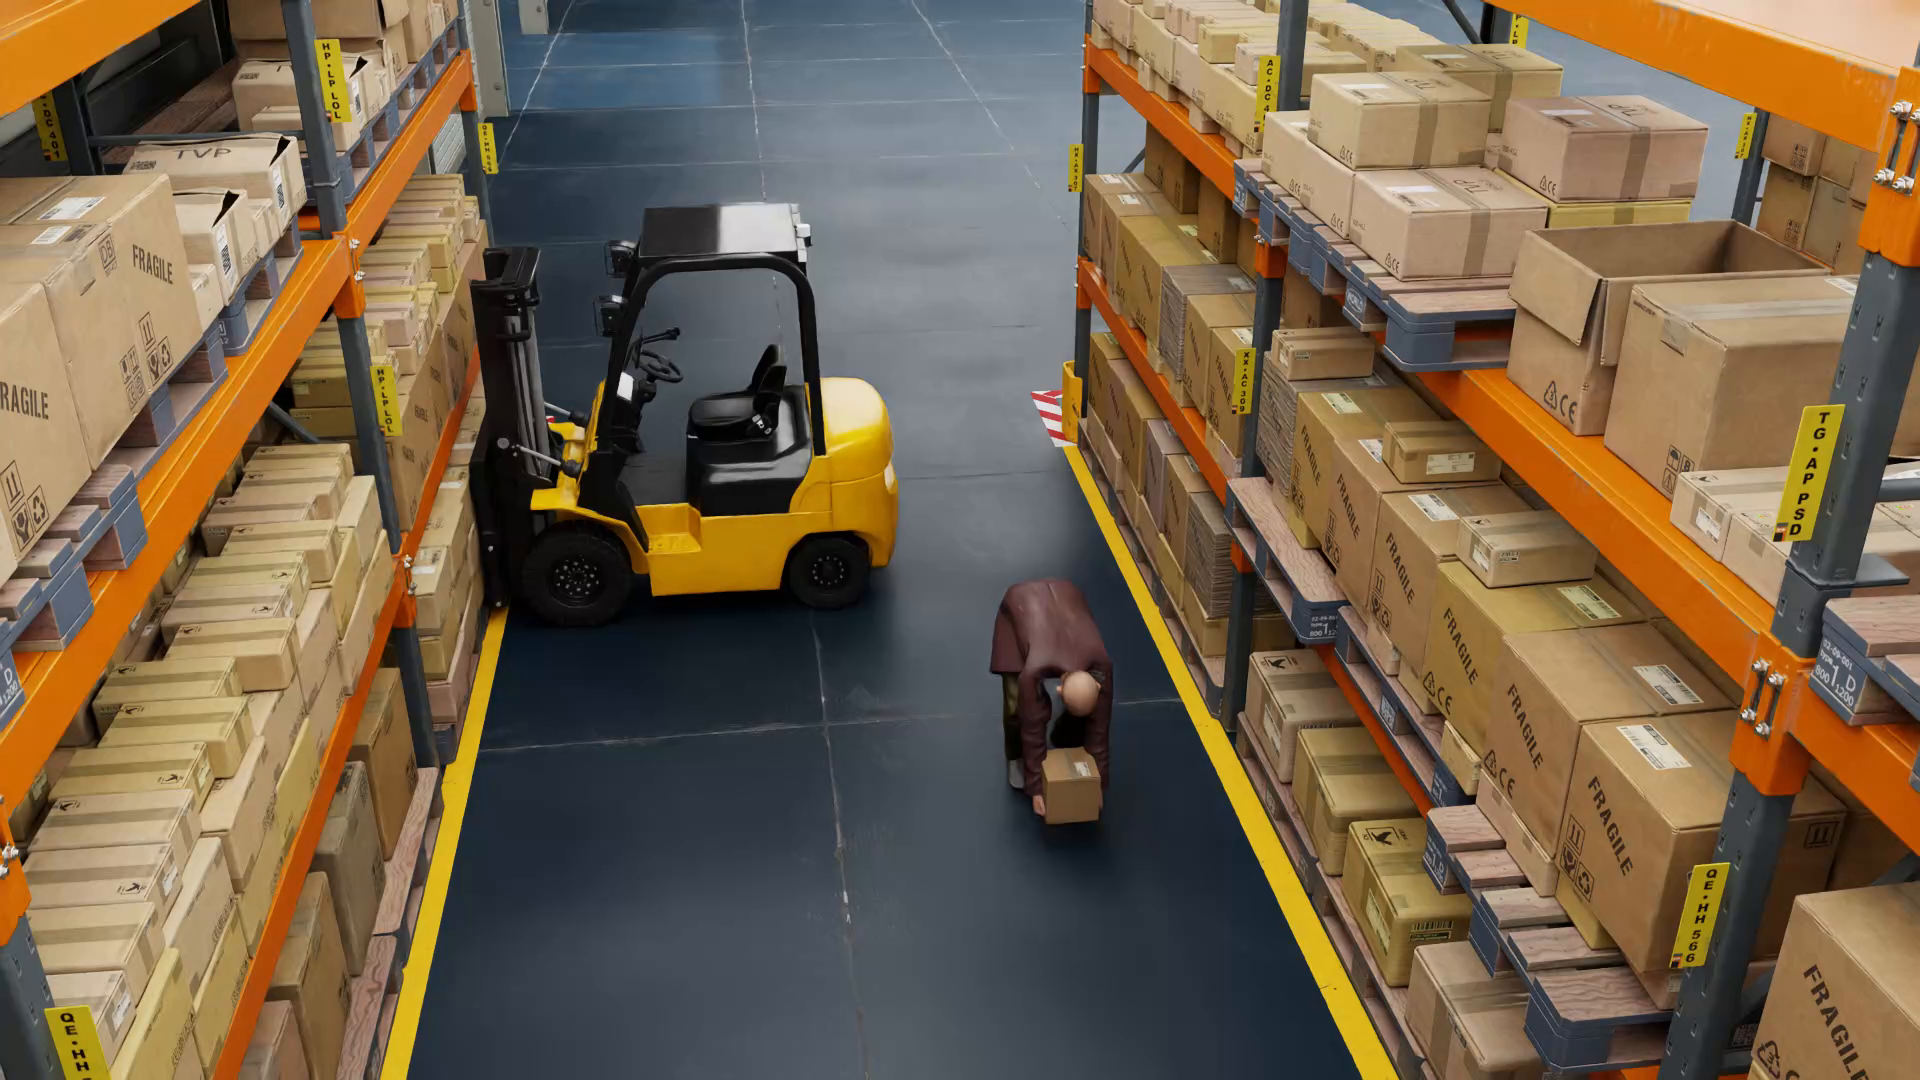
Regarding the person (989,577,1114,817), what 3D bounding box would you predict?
[{"bbox_3d":[0.460,0.762,7.927,0.585,1.051,0.946,-5,27,-11],"label":"person"}]
